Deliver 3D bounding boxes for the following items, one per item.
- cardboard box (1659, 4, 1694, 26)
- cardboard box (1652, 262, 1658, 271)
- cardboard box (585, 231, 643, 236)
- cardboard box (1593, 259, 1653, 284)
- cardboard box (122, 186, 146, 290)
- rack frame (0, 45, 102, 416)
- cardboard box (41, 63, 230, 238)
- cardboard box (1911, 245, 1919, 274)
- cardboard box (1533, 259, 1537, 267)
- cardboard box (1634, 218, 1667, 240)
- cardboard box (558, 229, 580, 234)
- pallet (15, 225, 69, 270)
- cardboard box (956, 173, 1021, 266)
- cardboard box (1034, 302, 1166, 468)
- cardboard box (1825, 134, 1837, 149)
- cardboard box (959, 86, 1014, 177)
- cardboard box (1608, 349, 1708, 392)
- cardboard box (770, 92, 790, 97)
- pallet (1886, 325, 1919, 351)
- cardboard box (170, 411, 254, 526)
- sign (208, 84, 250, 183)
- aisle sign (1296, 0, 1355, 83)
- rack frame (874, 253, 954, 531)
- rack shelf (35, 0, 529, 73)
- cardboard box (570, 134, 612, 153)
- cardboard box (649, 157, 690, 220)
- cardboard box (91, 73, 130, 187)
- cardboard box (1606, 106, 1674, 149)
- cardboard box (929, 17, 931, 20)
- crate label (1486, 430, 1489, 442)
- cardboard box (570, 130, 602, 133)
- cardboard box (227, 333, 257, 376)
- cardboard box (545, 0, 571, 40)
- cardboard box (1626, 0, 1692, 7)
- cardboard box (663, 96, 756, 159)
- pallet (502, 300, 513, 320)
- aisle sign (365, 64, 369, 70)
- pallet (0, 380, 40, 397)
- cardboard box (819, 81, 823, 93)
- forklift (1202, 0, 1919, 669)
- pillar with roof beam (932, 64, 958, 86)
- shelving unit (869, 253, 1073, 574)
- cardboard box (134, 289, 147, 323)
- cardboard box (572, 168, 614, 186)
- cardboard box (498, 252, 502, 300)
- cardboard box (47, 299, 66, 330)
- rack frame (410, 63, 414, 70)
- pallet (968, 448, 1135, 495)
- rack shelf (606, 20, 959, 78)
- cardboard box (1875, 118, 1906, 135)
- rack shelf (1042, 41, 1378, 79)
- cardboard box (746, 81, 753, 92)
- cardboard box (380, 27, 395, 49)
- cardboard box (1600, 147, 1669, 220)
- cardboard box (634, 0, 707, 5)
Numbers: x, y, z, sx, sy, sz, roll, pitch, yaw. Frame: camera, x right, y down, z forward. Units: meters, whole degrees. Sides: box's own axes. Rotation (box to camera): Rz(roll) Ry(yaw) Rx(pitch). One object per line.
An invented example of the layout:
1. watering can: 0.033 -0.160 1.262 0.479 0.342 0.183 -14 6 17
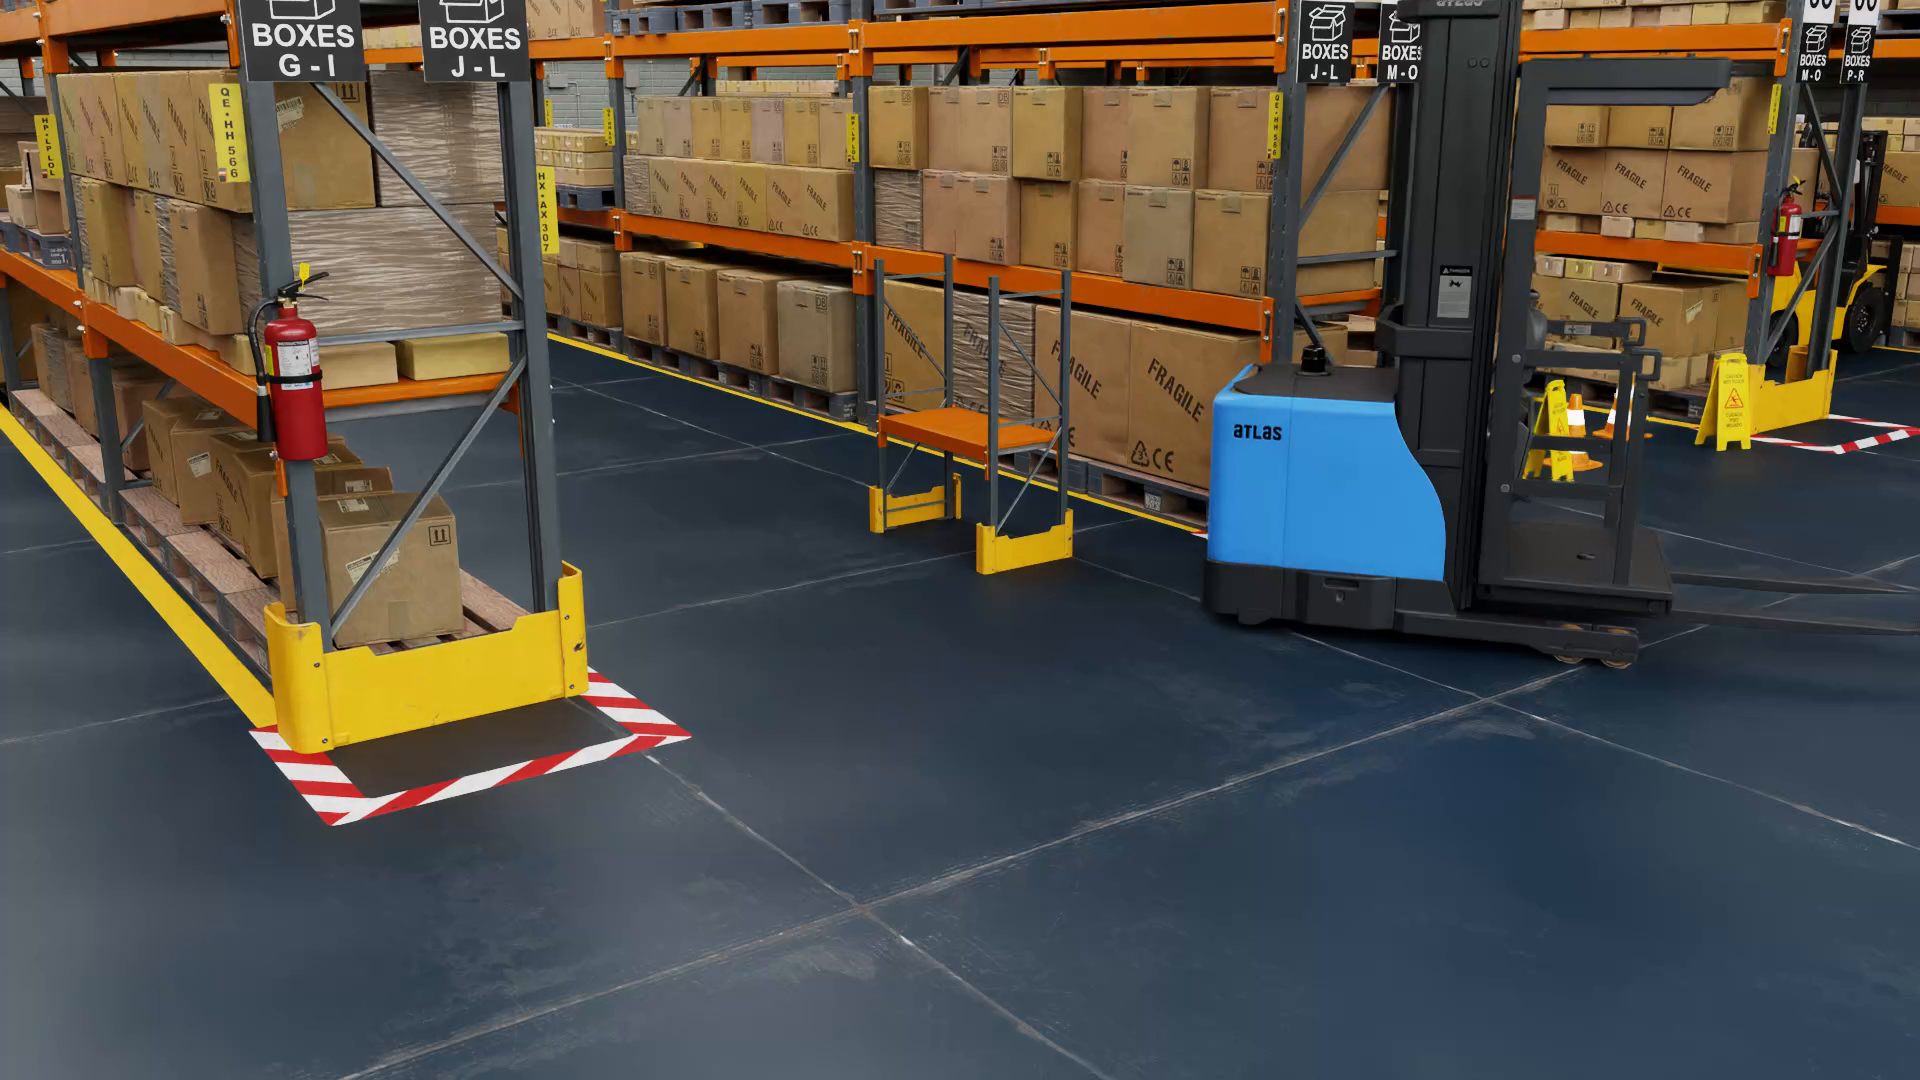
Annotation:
1. cardboard box: 5.251 -3.763 11.938 0.380 0.149 0.250 -10 18 -33
2. cardboard box: 7.333 -3.087 18.376 0.875 0.625 0.625 -10 18 -32
3. cardboard box: -3.449 -2.973 16.774 0.500 0.250 0.500 -11 19 -34
4. cardboard box: 5.036 -2.044 12.627 0.380 0.149 0.250 -10 18 -33
5. cardboard box: -3.524 -1.494 8.098 0.875 0.500 0.500 -11 19 -35
6. rack frame: -6.732 -2.465 12.400 1.000 3.000 0.127 -11 19 -35
7. cardboard box: -4.734 -2.294 9.844 1.000 1.000 1.000 -11 19 -34
8. cardboard box: 9.173 -2.583 15.350 0.500 0.250 0.500 -10 18 -34
9. cardboard box: 4.803 -2.085 14.006 0.500 0.500 0.500 -10 18 -32
10. cardboard box: 5.223 -2.315 12.330 0.380 0.149 0.250 -11 19 -35
11. cardboard box: -4.180 -3.004 16.890 0.500 0.250 0.500 -10 18 -32
12. pallet: -5.535 -1.956 10.905 1.003 0.211 1.213 -11 19 -35
13. cardboard box: 0.482 -2.107 10.809 0.875 0.550 0.550 -11 19 -35
14. cardboard box: 1.072 -1.005 10.295 0.875 0.875 0.875 -11 19 -35
15. cardboard box: 8.517 -3.839 16.003 0.380 0.149 0.250 -11 19 -36
16. cardboard box: 0.505 -2.632 10.682 0.875 0.550 0.550 -11 19 -35
17. cardboard box: 5.281 -1.307 12.583 0.500 0.250 0.500 -11 19 -35
18. cardboard box: -2.167 -5.663 22.000 0.500 0.500 0.500 -11 19 -34
19. pallet: 9.518 -1.878 15.538 1.003 0.211 1.213 -11 19 -35
20. cardboard box: -3.834 -0.395 8.777 0.500 0.500 0.500 -5 16 -17
21. sign: -2.489 -1.386 5.665 0.100 0.325 0.005 -11 19 -35
22. aisle sign: 1.843 -2.697 8.324 0.394 0.787 0.004 -11 19 -35
23. rack frame: -0.249 -0.814 9.208 0.500 1.500 0.032 -11 19 -35
24. rack shelf: -3.204 -2.284 7.418 1.077 0.370 4.000 -11 19 -35
25. cardboard box: -3.319 -3.615 15.156 0.380 0.149 0.250 -12 19 -37
26. cardboard box: -2.313 -3.016 14.223 0.500 0.500 0.500 -11 19 -35
27. cardboard box: -3.732 -1.936 7.820 0.500 0.500 0.500 -11 19 -35
28. cardboard box: 5.220 -3.153 12.268 0.700 0.500 0.500 -11 19 -34
29. cardboard box: -0.276 -5.997 19.084 0.396 0.266 0.258 -9 18 -30
30. crate label: 3.482 -0.719 11.444 0.298 0.136 0.250 7 17 23
31. cardboard box: -3.693 -4.045 16.725 0.380 0.149 0.250 -11 19 -35
32. cardboard box: -2.697 -0.763 6.659 0.380 0.149 0.250 -11 19 -35
33. cardboard box: -3.506 -4.896 15.409 0.500 0.500 0.500 -11 19 -35
34. cardboard box: 5.185 -3.990 12.011 0.500 0.250 0.500 -11 19 -35
35. cardboard box: -2.106 -3.539 14.240 0.700 0.500 0.500 -11 19 -35
36. pallet: -4.553 -2.556 18.017 1.003 0.211 1.213 -11 19 -35
37. aisle sign: -7.649 -6.145 20.920 0.394 0.787 0.004 -11 19 -35
38. pallet: -7.134 -1.300 13.426 1.003 0.211 1.213 -11 19 -35
39. cardboard box: -1.573 -5.790 21.238 0.380 0.149 0.250 -10 18 -33
40. forklift: 2.694 -1.024 7.266 3.031 2.935 1.130 5 16 18
41. pillar with roof beam: -3.745 -9.424 26.461 9.100 9.000 0.400 -11 19 -35
42. shelving unit: 0.045 -0.707 8.819 0.587 1.500 1.083 -11 19 -35
43. cardboard box: -3.742 -1.134 8.013 0.380 0.149 0.250 -11 19 -35
44. cardboard box: -3.322 -3.329 15.236 0.380 0.149 0.250 -10 18 -34
45. cardboard box: -4.792 -2.865 17.803 0.500 0.500 0.500 -10 18 -32
46. cardboard box: -6.313 -1.695 12.068 0.500 0.250 0.500 -10 18 -32
47. rack frame: -7.364 -4.922 21.376 1.000 3.000 0.127 -11 19 -35
48. pallet: 0.797 -0.579 10.792 1.003 0.211 1.213 -11 19 -35
49. rack shelf: -1.484 -3.886 13.273 1.077 0.370 4.000 -11 19 -35
50. cardboard box: 8.788 -3.872 15.558 0.380 0.149 0.250 -10 18 -33
51. rack shelf: 2.460 -4.676 16.159 1.077 0.370 4.000 -11 19 -35
52. cardboard box: -2.684 -6.157 22.577 0.380 0.149 0.250 -11 19 -34
53. cardboard box: -6.393 -5.828 19.288 0.500 0.250 0.500 -11 19 -35
54. cardboard box: 5.156 -2.667 12.387 0.500 0.500 0.500 -11 19 -34
55. cardboard box: -2.412 -4.679 13.992 0.500 0.311 0.500 -11 19 -34
